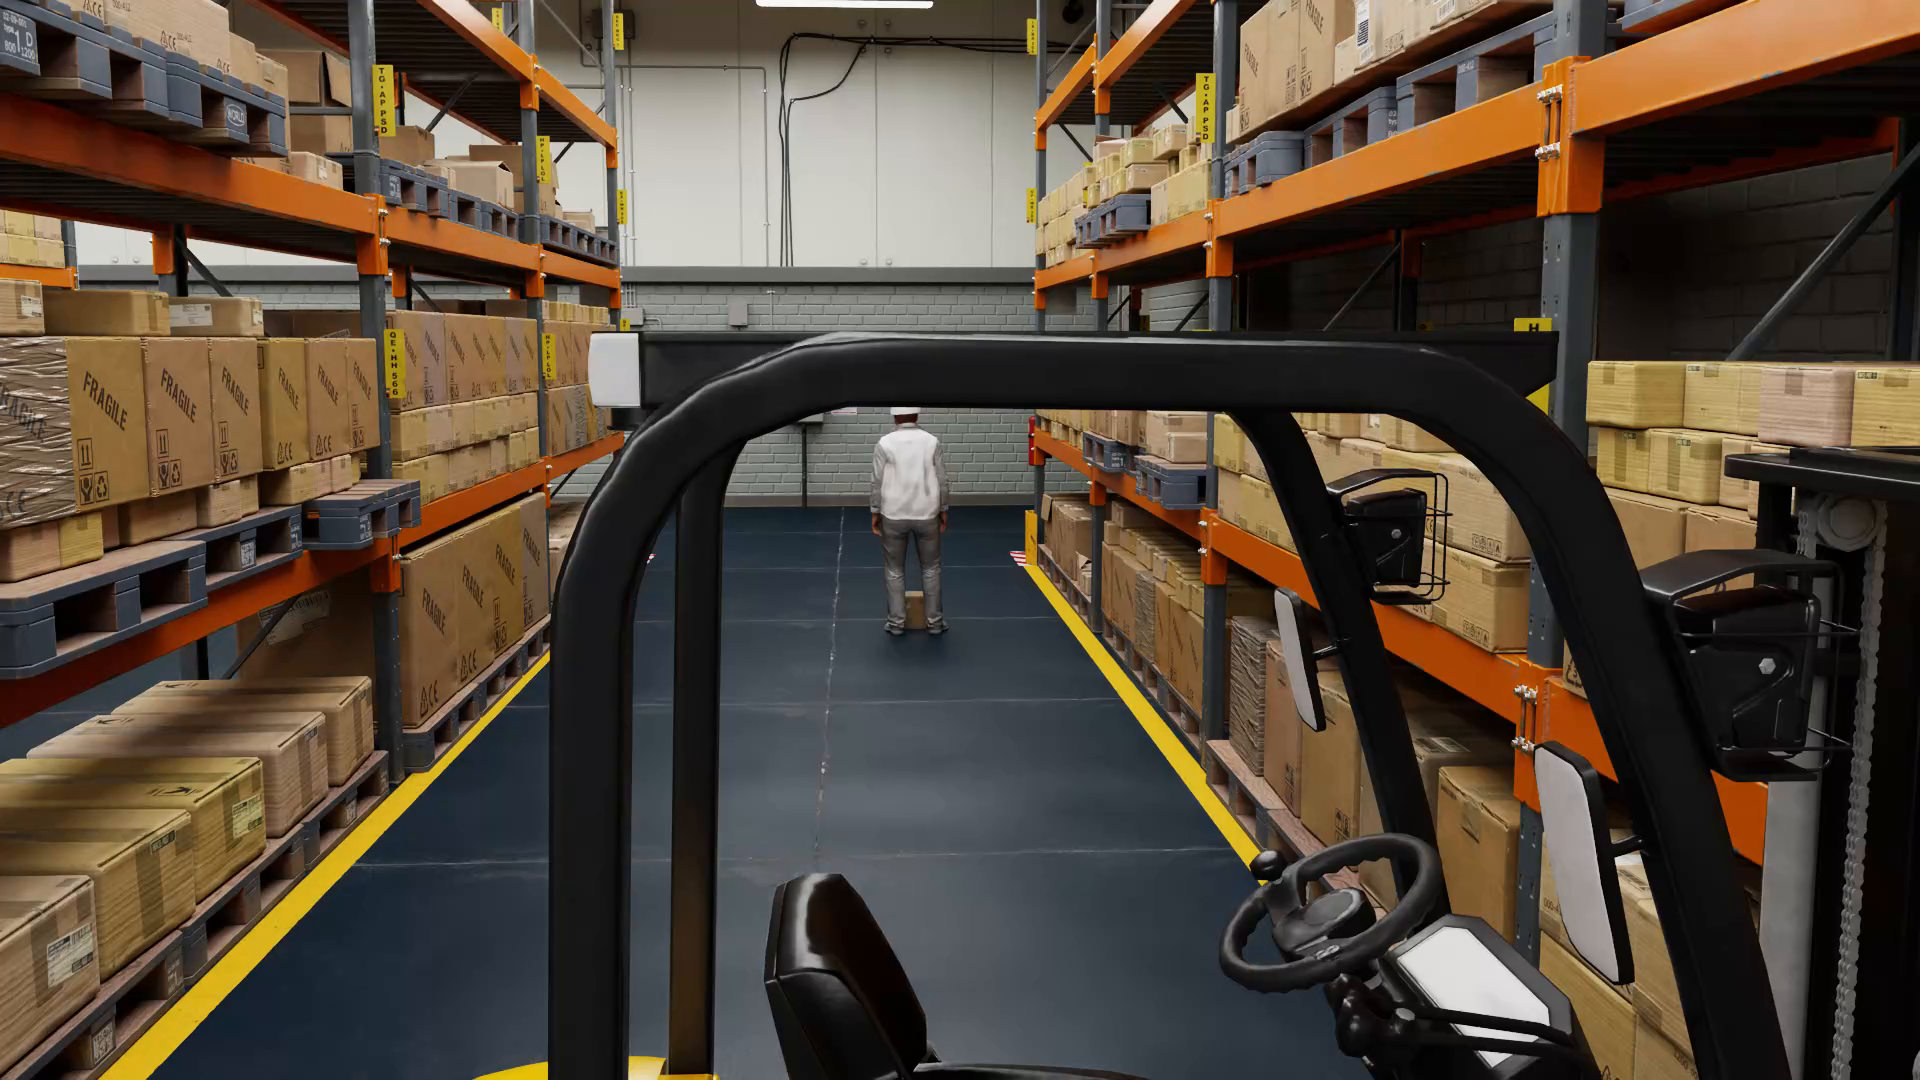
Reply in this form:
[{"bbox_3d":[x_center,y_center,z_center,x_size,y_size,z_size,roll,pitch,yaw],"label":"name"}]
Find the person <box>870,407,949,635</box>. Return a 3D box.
[{"bbox_3d":[-0.370,-0.192,12.241,0.591,1.770,0.465,-1,7,-7],"label":"person"}]
